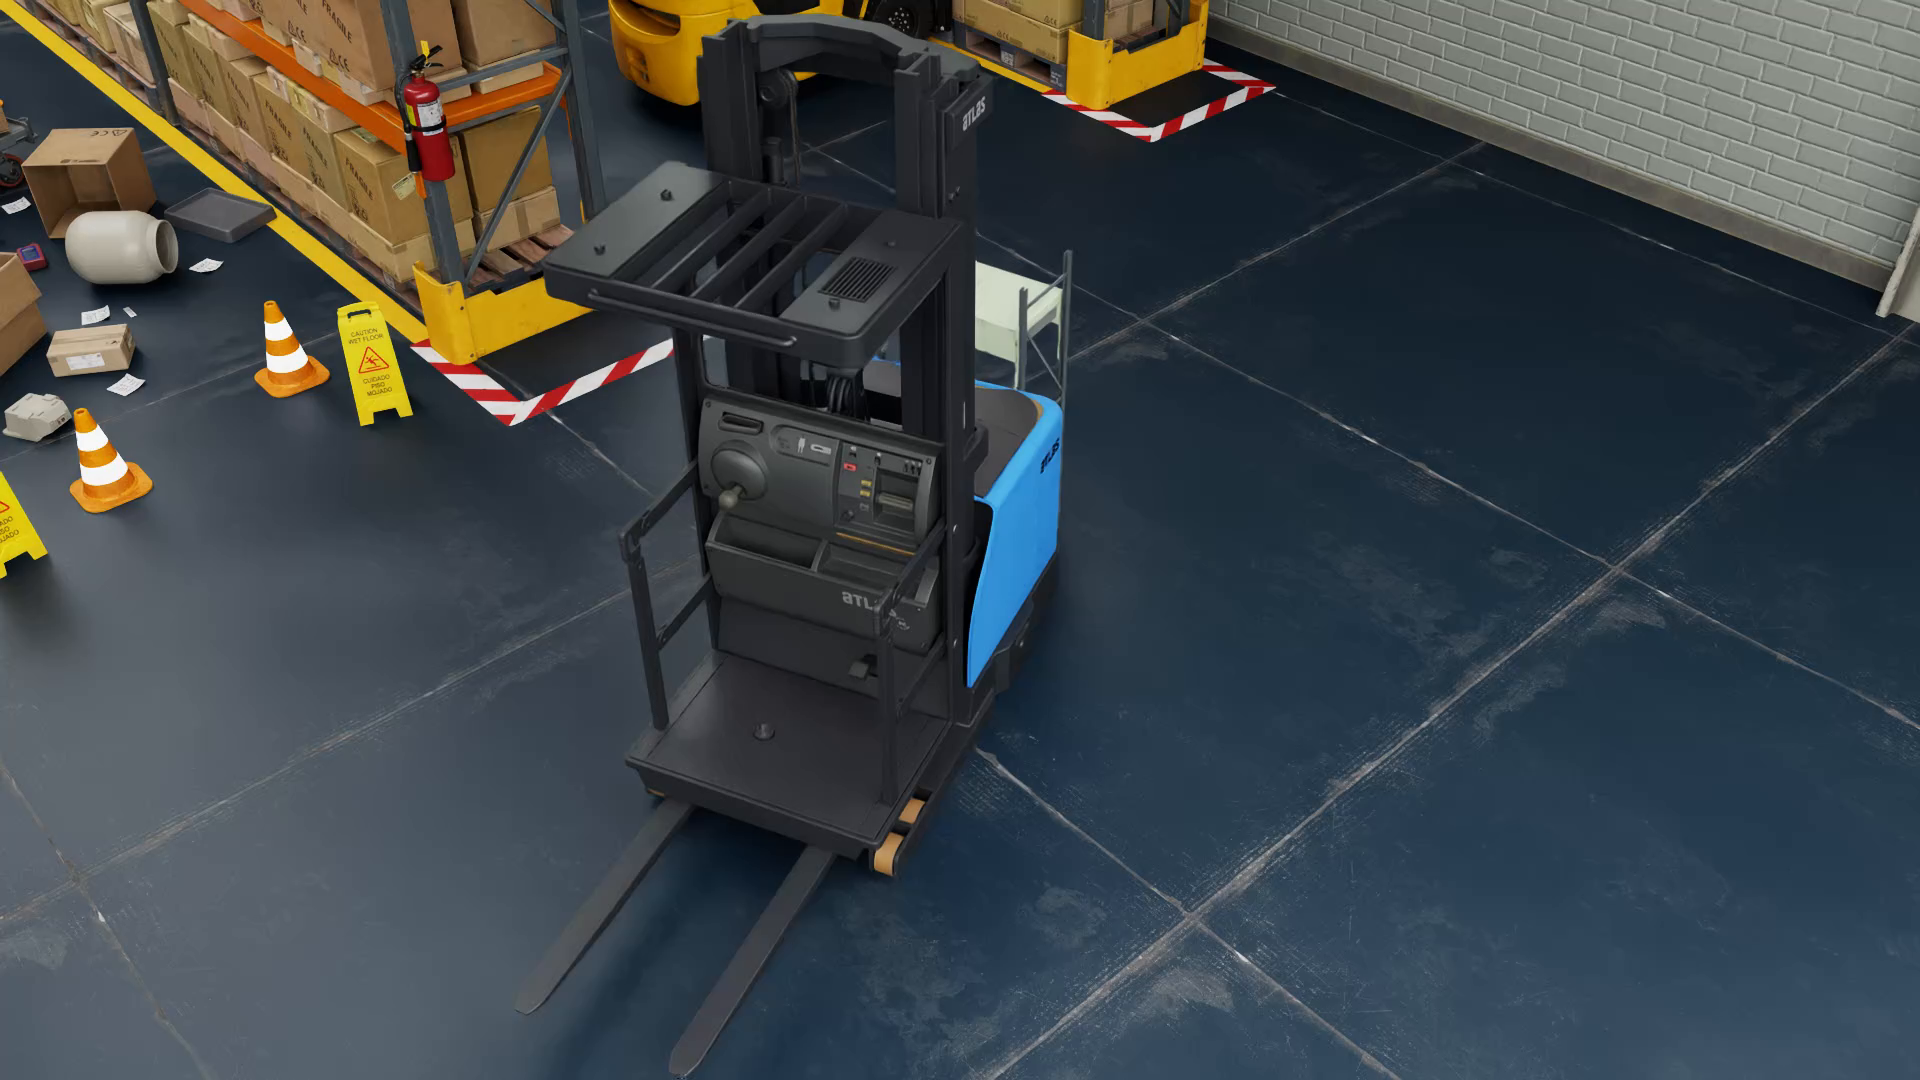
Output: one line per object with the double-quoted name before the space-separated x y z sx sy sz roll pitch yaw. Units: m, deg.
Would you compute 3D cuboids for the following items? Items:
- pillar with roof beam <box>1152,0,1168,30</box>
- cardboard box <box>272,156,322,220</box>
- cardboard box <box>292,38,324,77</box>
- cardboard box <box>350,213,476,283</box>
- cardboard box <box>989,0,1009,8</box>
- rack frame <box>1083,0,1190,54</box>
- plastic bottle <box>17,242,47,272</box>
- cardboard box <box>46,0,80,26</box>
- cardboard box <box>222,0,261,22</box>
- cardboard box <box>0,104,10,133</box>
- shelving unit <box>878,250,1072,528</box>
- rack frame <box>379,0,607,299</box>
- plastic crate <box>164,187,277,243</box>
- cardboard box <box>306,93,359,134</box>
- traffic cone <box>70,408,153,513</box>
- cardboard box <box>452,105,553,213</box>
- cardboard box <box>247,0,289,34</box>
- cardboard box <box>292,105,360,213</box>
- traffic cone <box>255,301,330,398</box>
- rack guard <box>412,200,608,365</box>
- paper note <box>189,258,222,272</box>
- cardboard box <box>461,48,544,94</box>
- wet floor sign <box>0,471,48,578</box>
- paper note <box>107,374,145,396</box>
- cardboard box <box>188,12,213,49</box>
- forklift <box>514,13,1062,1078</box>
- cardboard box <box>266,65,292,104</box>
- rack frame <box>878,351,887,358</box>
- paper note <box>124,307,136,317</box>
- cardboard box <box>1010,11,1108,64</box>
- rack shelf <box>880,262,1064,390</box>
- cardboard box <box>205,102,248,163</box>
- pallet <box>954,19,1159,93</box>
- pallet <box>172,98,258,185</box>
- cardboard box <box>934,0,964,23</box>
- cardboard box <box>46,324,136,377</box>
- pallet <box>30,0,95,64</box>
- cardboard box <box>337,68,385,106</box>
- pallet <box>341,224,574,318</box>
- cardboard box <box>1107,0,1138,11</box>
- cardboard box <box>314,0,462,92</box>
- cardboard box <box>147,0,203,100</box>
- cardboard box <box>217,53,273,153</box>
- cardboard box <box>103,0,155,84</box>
"pillar with roof beam" -1.718 -5.724 7.883 9.100 9.000 0.400 -30 48 -32
"cardboard box" -3.841 -2.240 10.198 0.500 0.250 0.500 -32 49 -33
"cardboard box" -3.411 -2.692 9.103 0.380 0.149 0.250 -29 47 -31
"cardboard box" -3.154 -1.768 9.613 0.500 0.250 0.500 -30 48 -32
"cardboard box" 0.370 -4.131 12.142 0.500 0.250 0.500 -30 48 -32
"rack frame" 1.260 -4.514 11.160 1.000 3.000 0.127 -30 48 -32
"plastic bottle" -5.607 -1.717 10.035 0.133 0.061 0.283 -22 44 -25
"cardboard box" -6.415 -4.289 12.639 0.950 0.372 0.625 -28 47 -30
"cardboard box" -4.073 -3.174 9.700 0.380 0.149 0.250 -30 48 -32
"cardboard box" -6.389 -2.806 10.432 0.500 0.500 0.500 -30 48 -32
"shelving unit" 0.055 -0.674 7.598 0.755 1.500 0.431 22 44 25
"rack frame" -2.393 -2.403 8.546 1.000 3.000 0.127 -30 48 -32
"plastic crate" -4.641 -2.043 10.424 0.583 0.080 0.402 18 42 21
"cardboard box" -3.425 -2.442 9.335 0.380 0.149 0.250 -29 47 -31
"traffic cone" -4.222 -0.438 8.132 0.336 0.463 0.334 -30 48 -32
"cardboard box" -2.752 -2.290 9.663 0.500 0.500 0.500 -32 49 -33
"cardboard box" -3.634 -3.159 9.165 0.500 0.500 0.500 -30 48 -32
"cardboard box" -3.483 -2.289 9.662 0.500 0.500 0.500 -28 47 -30
"traffic cone" -3.634 -1.067 8.911 0.336 0.463 0.334 -30 48 -32
"rack guard" -2.445 -1.466 9.375 1.175 0.500 0.348 -30 48 -32
"paper note" -4.521 -1.650 9.977 0.148 0.019 0.142 18 42 21
"cardboard box" -2.471 -2.551 8.929 0.380 0.149 0.250 -30 48 -32
"wet floor sign" -4.493 -0.165 7.649 0.232 0.644 0.267 26 45 28
"paper note" -4.499 -0.840 8.973 0.142 0.019 0.148 18 42 21
"cardboard box" -4.509 -3.184 10.254 0.380 0.149 0.250 -28 47 -30
"forklift" -0.606 -0.166 5.831 1.130 2.935 3.031 15 41 18
"cardboard box" -3.770 -2.683 9.633 0.380 0.149 0.250 -28 47 -30
"rack frame" -0.252 -0.799 7.753 0.023 1.500 0.400 22 44 25
"paper note" -4.781 -1.313 9.576 0.032 0.001 0.123 -30 48 -32
"cardboard box" 0.710 -3.691 11.995 0.500 0.250 0.500 -30 47 -31
"rack shelf" 0.055 -0.977 7.353 0.720 0.370 0.431 22 44 25
"cardboard box" -4.529 -2.718 10.790 0.500 0.250 0.500 -27 46 -30
"pallet" 0.712 -3.766 12.452 1.003 0.211 1.213 -30 48 -32
"pallet" -4.618 -2.874 11.348 1.003 0.211 1.213 -30 48 -32
"cardboard box" 0.049 -4.161 12.576 0.500 0.250 0.500 -29 47 -31
"cardboard box" -4.767 -1.042 9.130 0.380 0.149 0.250 -8 40 -10
"pallet" -6.456 -4.094 12.859 1.003 0.211 1.213 -30 48 -32
"cardboard box" -3.057 -2.458 8.813 0.380 0.149 0.250 -31 48 -32
"pallet" -2.968 -1.745 9.950 1.003 0.211 1.213 -30 48 -32
"cardboard box" 1.095 -4.108 12.113 0.500 0.250 0.500 -29 47 -31
"cardboard box" -2.963 -2.692 8.587 0.500 0.500 0.500 -31 48 -32
"cardboard box" -4.898 -3.252 10.854 0.500 0.500 0.500 -28 46 -30
"cardboard box" -4.178 -2.769 10.256 0.500 0.500 0.500 -27 46 -30
"cardboard box" -5.455 -3.637 11.831 0.950 0.372 0.625 -29 47 -31
